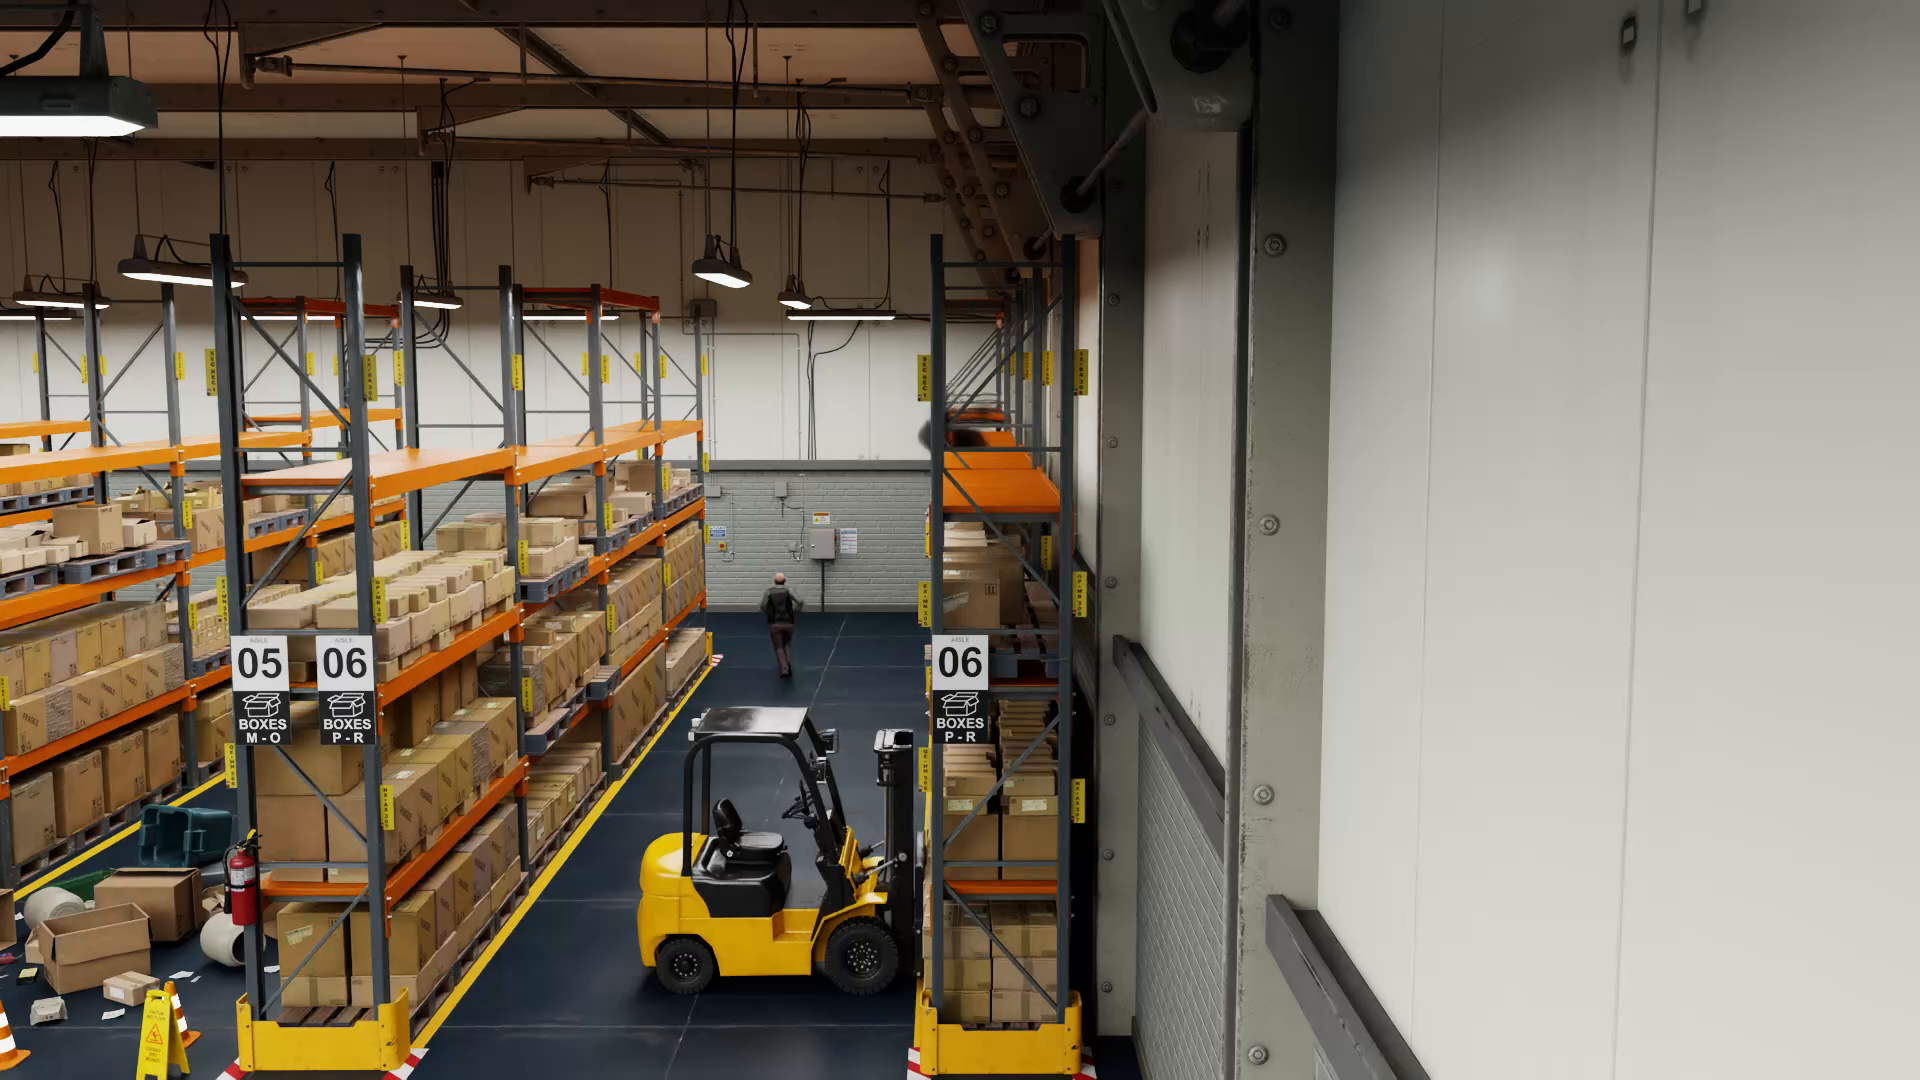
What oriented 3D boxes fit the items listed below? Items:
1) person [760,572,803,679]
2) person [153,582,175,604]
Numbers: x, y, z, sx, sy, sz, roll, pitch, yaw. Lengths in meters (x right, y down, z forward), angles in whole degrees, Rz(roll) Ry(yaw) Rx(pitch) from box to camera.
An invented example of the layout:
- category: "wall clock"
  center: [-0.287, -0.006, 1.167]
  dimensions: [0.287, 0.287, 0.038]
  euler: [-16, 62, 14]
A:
- category: "person"
  center: [-2.863, 1.390, 26.598]
  dimensions: [0.642, 1.739, 0.778]
  euler: [-2, 7, -17]
- category: "person"
  center: [-12.324, 1.488, 25.730]
  dimensions: [0.579, 1.706, 0.685]
  euler: [-1, 6, -10]
